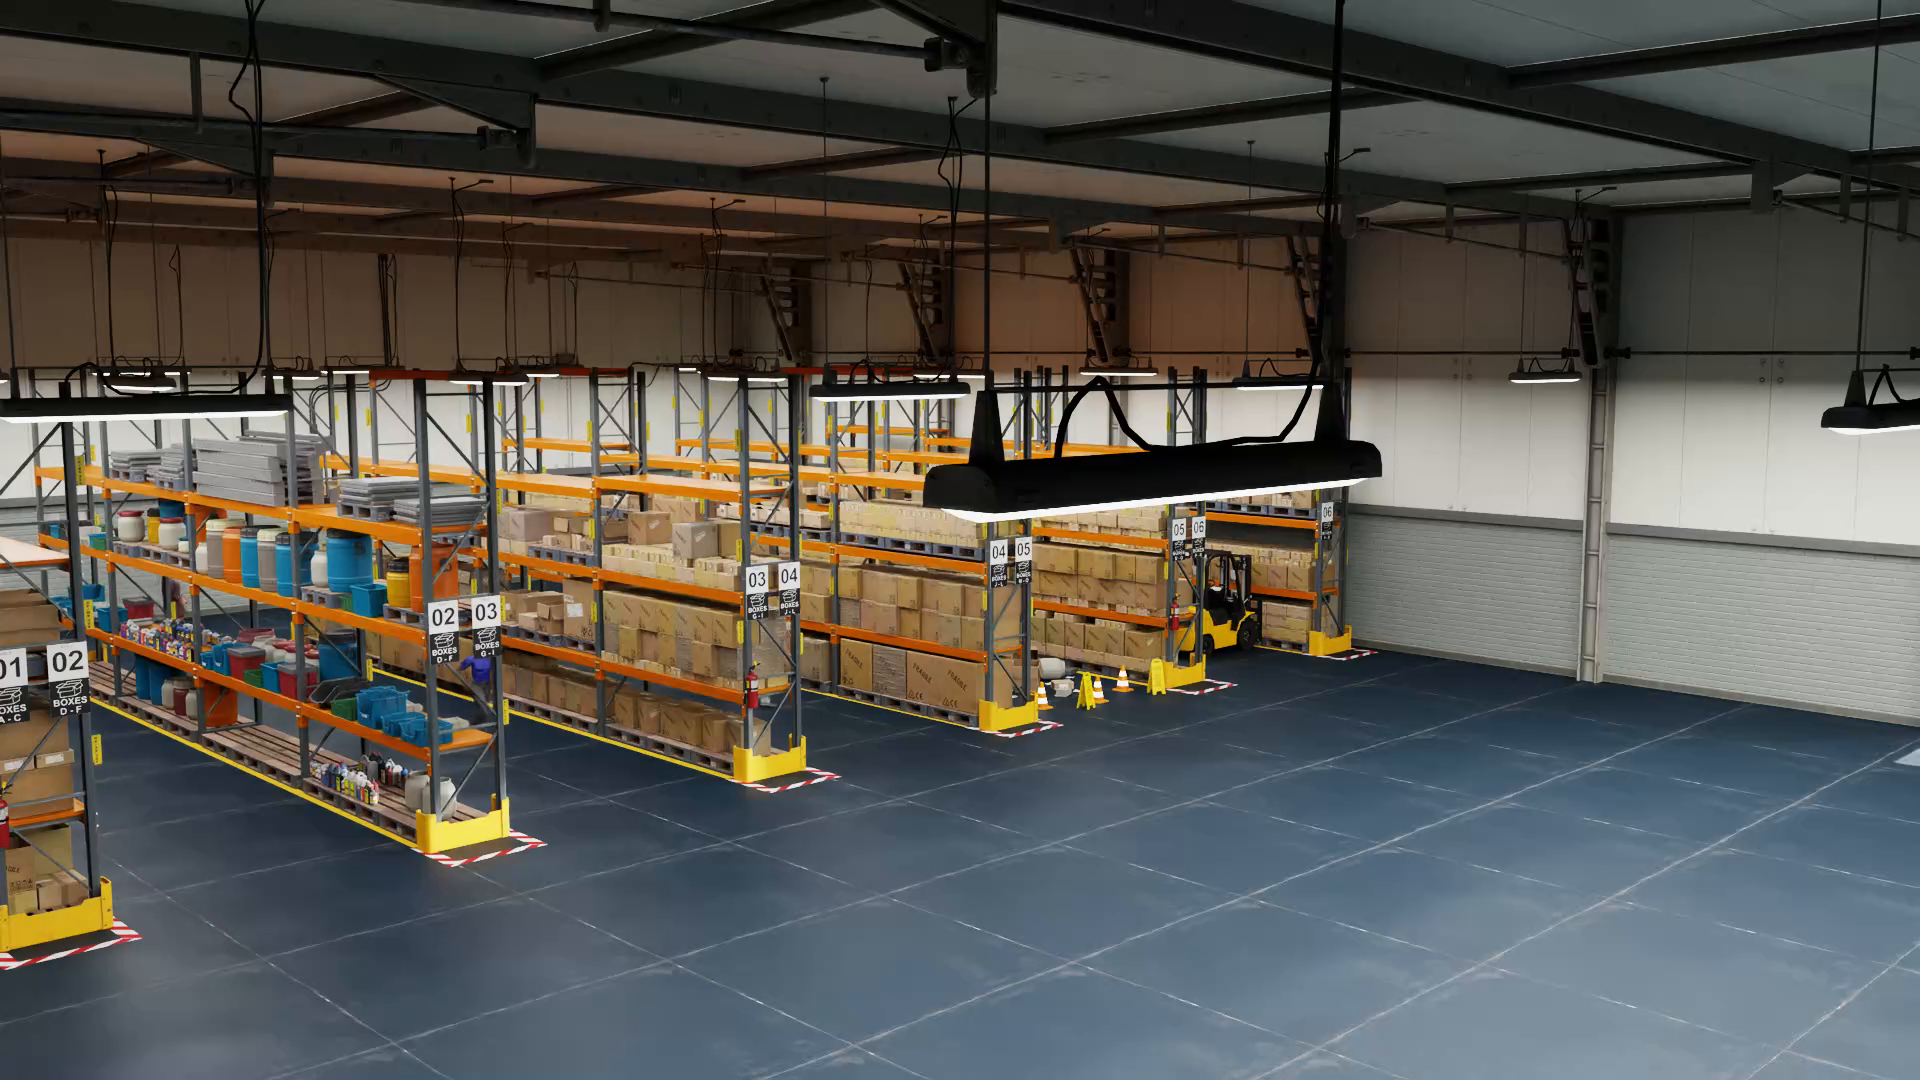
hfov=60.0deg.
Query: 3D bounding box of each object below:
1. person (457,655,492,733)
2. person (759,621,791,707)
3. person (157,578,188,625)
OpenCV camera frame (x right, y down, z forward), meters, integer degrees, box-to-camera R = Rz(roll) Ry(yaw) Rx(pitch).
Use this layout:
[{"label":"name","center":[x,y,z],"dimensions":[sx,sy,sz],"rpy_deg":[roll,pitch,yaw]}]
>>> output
[{"label":"person","center":[-7.810,2.476,27.076],"dimensions":[0.725,1.721,0.586],"rpy_deg":[4,8,35]},{"label":"person","center":[-3.312,2.216,29.616],"dimensions":[0.896,1.583,0.686],"rpy_deg":[2,7,21]},{"label":"person","center":[-17.085,1.419,36.008],"dimensions":[0.643,1.738,0.712],"rpy_deg":[-4,8,-32]}]
